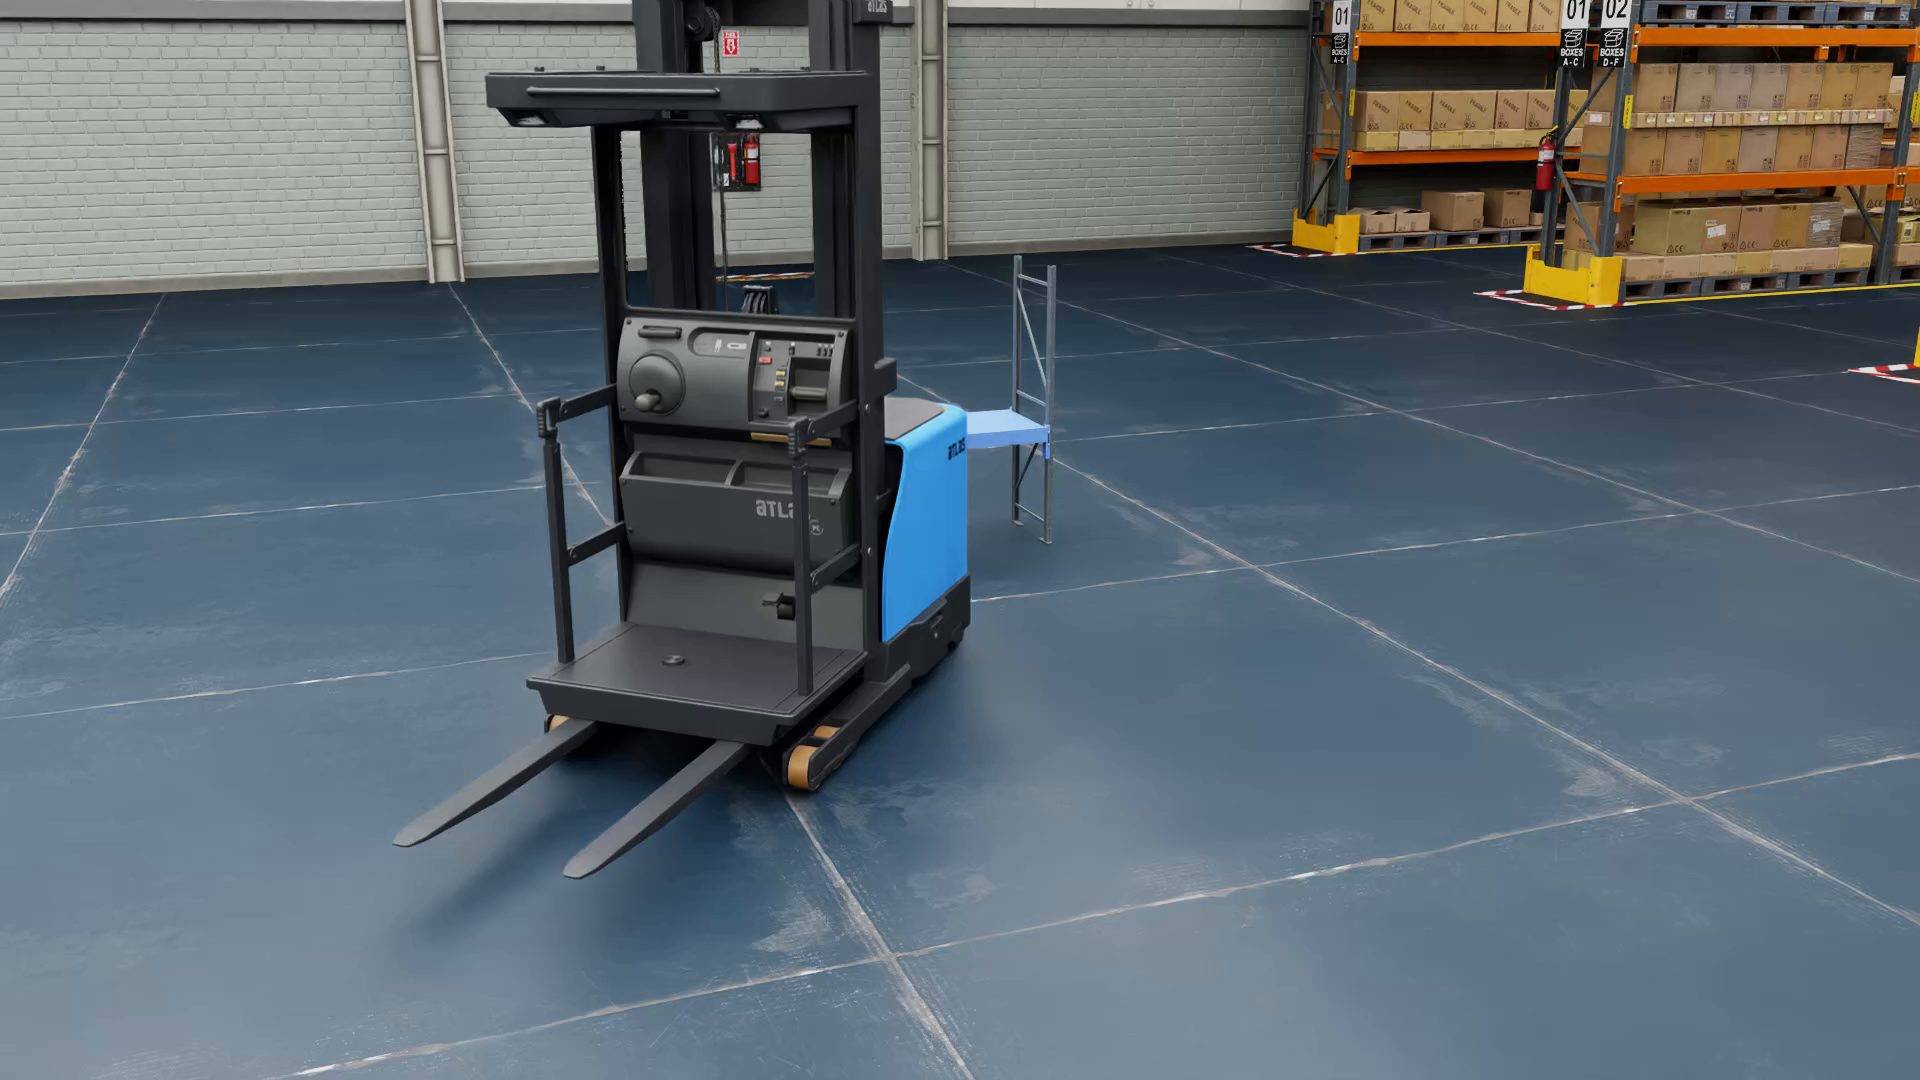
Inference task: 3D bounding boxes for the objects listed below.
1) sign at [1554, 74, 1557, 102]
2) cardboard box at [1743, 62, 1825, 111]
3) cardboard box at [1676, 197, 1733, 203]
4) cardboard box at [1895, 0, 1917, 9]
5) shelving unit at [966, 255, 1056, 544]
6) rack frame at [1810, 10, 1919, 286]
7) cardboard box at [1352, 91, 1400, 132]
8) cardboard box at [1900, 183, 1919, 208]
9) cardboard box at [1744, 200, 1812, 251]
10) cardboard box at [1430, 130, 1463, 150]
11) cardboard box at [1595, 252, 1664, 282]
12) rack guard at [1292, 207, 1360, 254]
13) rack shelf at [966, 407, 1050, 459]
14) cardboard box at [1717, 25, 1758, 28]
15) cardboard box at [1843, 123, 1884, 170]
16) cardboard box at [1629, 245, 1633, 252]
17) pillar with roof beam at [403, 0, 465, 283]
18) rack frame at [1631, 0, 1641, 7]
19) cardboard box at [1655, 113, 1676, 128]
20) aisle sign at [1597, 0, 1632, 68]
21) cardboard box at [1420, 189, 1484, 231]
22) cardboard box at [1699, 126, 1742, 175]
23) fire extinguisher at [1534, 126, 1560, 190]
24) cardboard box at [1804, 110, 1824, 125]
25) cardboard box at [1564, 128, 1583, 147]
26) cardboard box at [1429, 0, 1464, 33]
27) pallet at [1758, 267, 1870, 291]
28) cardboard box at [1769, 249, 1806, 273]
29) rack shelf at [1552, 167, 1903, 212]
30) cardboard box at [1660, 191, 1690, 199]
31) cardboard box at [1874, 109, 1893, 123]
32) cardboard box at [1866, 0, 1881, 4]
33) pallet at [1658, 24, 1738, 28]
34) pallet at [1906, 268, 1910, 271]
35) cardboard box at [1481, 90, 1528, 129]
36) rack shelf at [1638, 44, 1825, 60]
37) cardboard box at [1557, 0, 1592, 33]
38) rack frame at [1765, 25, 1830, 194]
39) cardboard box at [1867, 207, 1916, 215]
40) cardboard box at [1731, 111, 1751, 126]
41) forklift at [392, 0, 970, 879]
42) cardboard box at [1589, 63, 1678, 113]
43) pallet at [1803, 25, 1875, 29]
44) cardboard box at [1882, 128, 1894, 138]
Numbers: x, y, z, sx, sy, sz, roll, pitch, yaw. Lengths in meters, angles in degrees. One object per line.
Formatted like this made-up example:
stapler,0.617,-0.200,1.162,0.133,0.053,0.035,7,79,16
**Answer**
sign,6.462,-4.890,17.952,0.005,0.325,0.100,-6,17,-20
cardboard box,9.027,-5.002,18.330,0.500,0.500,0.700,-6,17,-20
cardboard box,8.433,-3.606,18.857,0.500,0.500,0.500,-6,17,-20
cardboard box,10.957,-6.108,18.773,0.500,0.250,0.500,-4,17,-14
shelving unit,-0.080,-0.711,8.858,1.048,1.500,0.538,-6,17,-20
rack frame,10.378,-4.480,19.030,0.127,3.000,1.000,-6,17,-20
cardboard box,5.420,-5.646,21.901,0.500,0.500,0.500,-6,17,-20
cardboard box,14.683,-5.569,25.810,0.750,0.750,0.750,-6,17,-18
cardboard box,9.087,-3.519,18.562,0.500,0.500,0.500,-6,17,-20
cardboard box,6.394,-5.389,22.356,0.500,0.250,0.500,-6,18,-21
cardboard box,7.223,-2.954,17.970,0.500,0.250,0.500,-6,17,-20
rack guard,4.938,-4.188,22.472,0.348,0.500,1.175,-6,17,-20
rack shelf,-0.080,-0.538,8.908,1.000,0.185,0.538,-6,17,-20
cardboard box,11.094,-7.578,24.039,0.637,0.503,0.797,-4,17,-12
cardboard box,9.966,-4.482,18.858,0.500,0.500,0.700,-7,18,-22
cardboard box,7.501,-3.144,18.617,0.500,0.250,0.500,-6,17,-20
pillar with roof beam,-4.454,-6.214,14.287,0.400,9.000,9.100,-6,17,-20
rack frame,6.643,-6.955,16.812,0.127,3.000,1.000,-6,17,-20
cardboard box,7.332,-4.446,17.587,0.250,0.149,0.380,-7,18,-22
aisle sign,6.691,-5.237,16.994,0.004,0.787,0.394,-6,17,-20
cardboard box,6.781,-4.556,22.944,0.500,0.500,0.700,-7,18,-24
cardboard box,8.038,-4.271,18.142,0.500,0.500,0.700,-6,17,-20
fire extinguisher,6.367,-4.150,18.044,0.183,0.674,0.296,-6,17,-20
cardboard box,9.250,-4.653,18.292,0.250,0.149,0.380,-6,17,-20
cardboard box,8.268,-5.593,23.052,0.500,0.250,0.500,-6,17,-20
cardboard box,6.266,-6.943,21.880,0.500,0.500,0.500,-5,17,-18
pallet,9.621,-3.073,19.188,1.213,0.211,1.003,-6,17,-20
cardboard box,9.091,-3.156,18.656,0.500,0.250,0.500,-6,17,-20
rack shelf,8.511,-3.933,18.445,4.000,0.370,1.077,-6,17,-20
cardboard box,10.239,-4.979,24.387,0.500,0.500,0.700,-6,17,-19
cardboard box,10.201,-4.755,18.640,0.250,0.149,0.380,-6,17,-20
cardboard box,13.246,-8.016,24.789,0.500,0.500,0.700,-7,18,-23
pallet,10.184,-7.272,23.547,1.003,0.211,1.213,-6,17,-20
pallet,12.193,-3.351,20.134,1.213,0.211,1.003,-6,17,-20
cardboard box,7.333,-5.852,22.601,0.500,0.500,0.500,-7,18,-22
rack shelf,10.470,-7.079,23.833,4.000,0.370,1.077,-6,17,-20
cardboard box,8.217,-7.164,22.632,0.500,0.500,0.500,-6,17,-19
rack frame,12.337,-6.186,24.841,0.127,3.000,1.000,-6,17,-20
cardboard box,11.137,-3.802,19.860,0.500,0.311,0.500,-6,17,-19
cardboard box,8.288,-4.549,17.937,0.250,0.149,0.380,-6,18,-21
forklift,-0.928,-0.628,6.035,1.130,2.935,3.031,6,17,19
cardboard box,7.133,-4.796,17.627,0.500,0.500,0.700,-6,17,-20
pallet,12.920,-7.614,24.713,1.003,0.211,1.213,-5,17,-18
cardboard box,13.919,-6.185,25.246,0.250,0.149,0.380,-6,17,-19
